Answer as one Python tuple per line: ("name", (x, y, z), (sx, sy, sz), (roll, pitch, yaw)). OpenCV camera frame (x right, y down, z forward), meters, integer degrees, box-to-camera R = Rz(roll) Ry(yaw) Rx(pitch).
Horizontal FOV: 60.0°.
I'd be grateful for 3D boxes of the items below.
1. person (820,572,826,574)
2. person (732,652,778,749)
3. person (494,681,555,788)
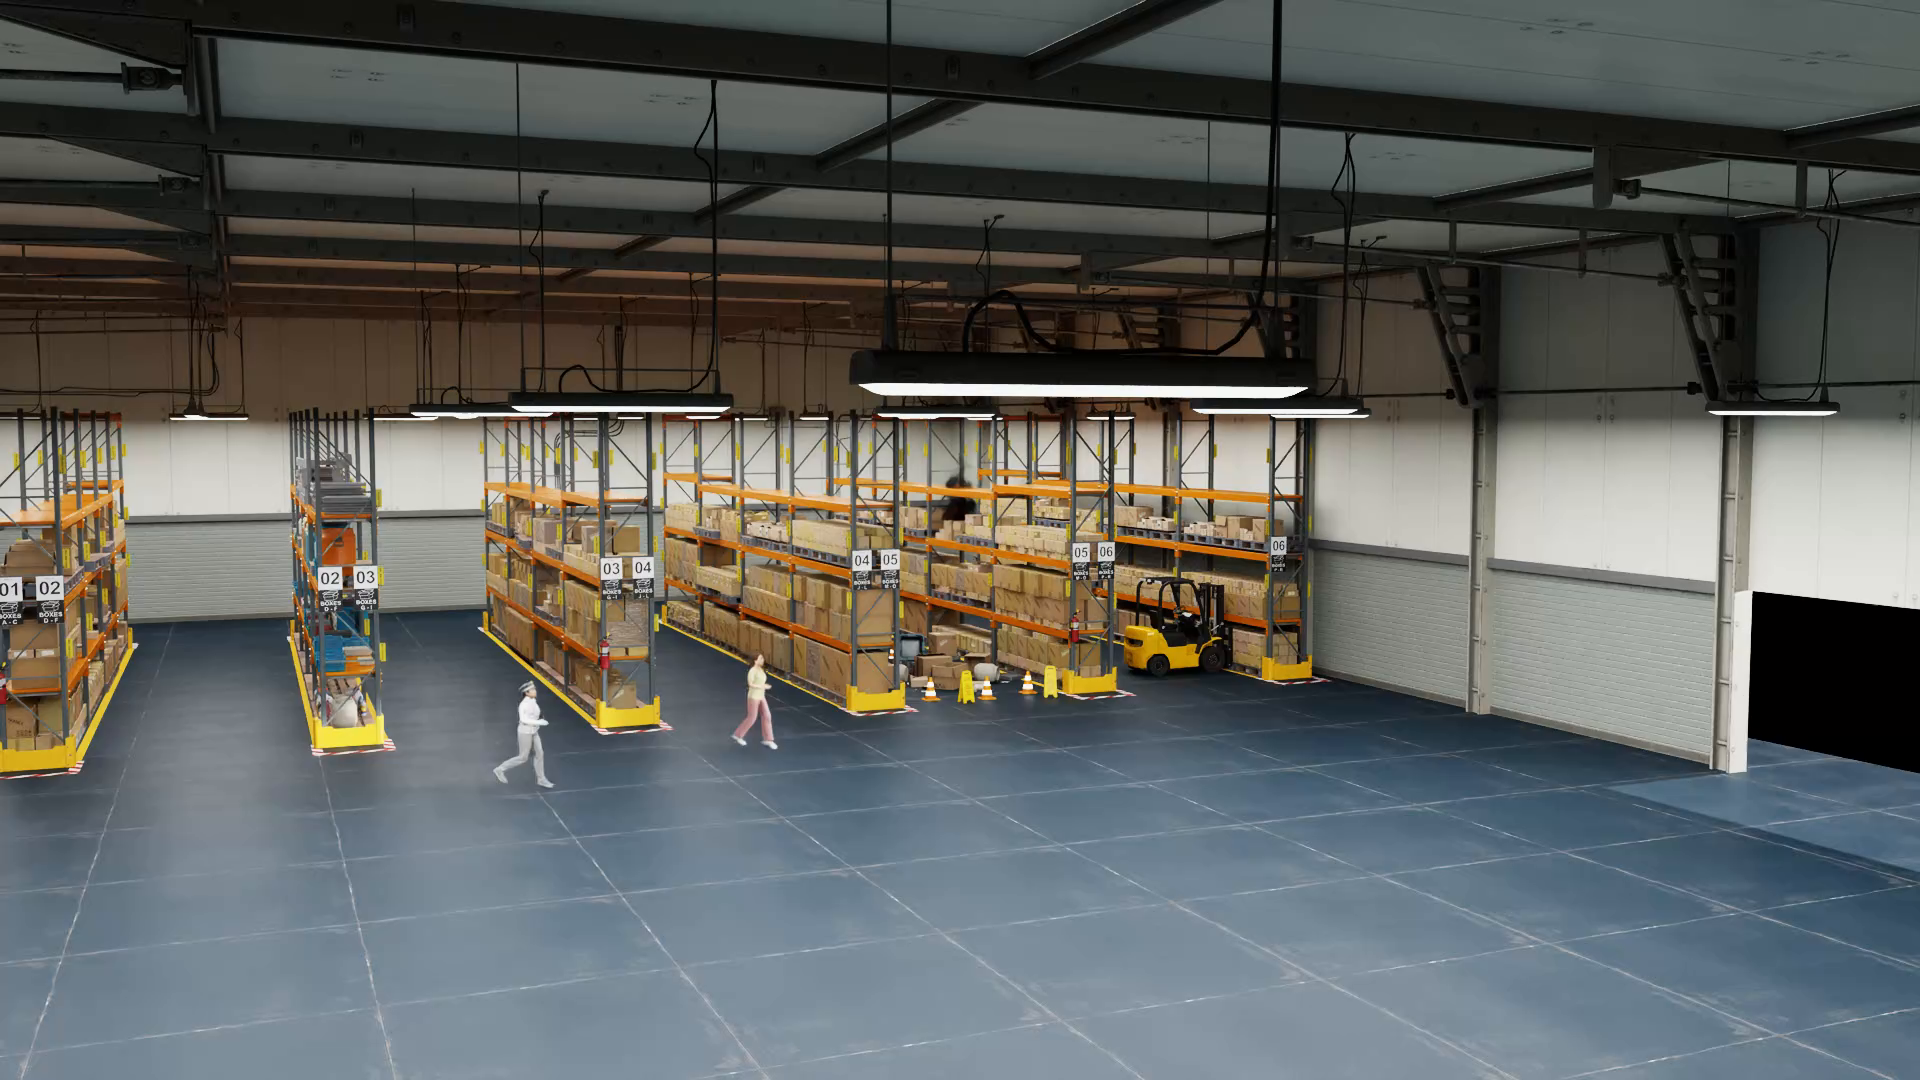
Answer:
("person", (-4.122, 1.251, 51.291), (0.930, 1.714, 0.699), (0, 4, 7))
("person", (-3.618, 2.829, 29.361), (0.832, 1.711, 0.591), (1, 4, 17))
("person", (-6.835, 3.053, 26.116), (0.917, 1.708, 0.624), (0, 4, 0))
